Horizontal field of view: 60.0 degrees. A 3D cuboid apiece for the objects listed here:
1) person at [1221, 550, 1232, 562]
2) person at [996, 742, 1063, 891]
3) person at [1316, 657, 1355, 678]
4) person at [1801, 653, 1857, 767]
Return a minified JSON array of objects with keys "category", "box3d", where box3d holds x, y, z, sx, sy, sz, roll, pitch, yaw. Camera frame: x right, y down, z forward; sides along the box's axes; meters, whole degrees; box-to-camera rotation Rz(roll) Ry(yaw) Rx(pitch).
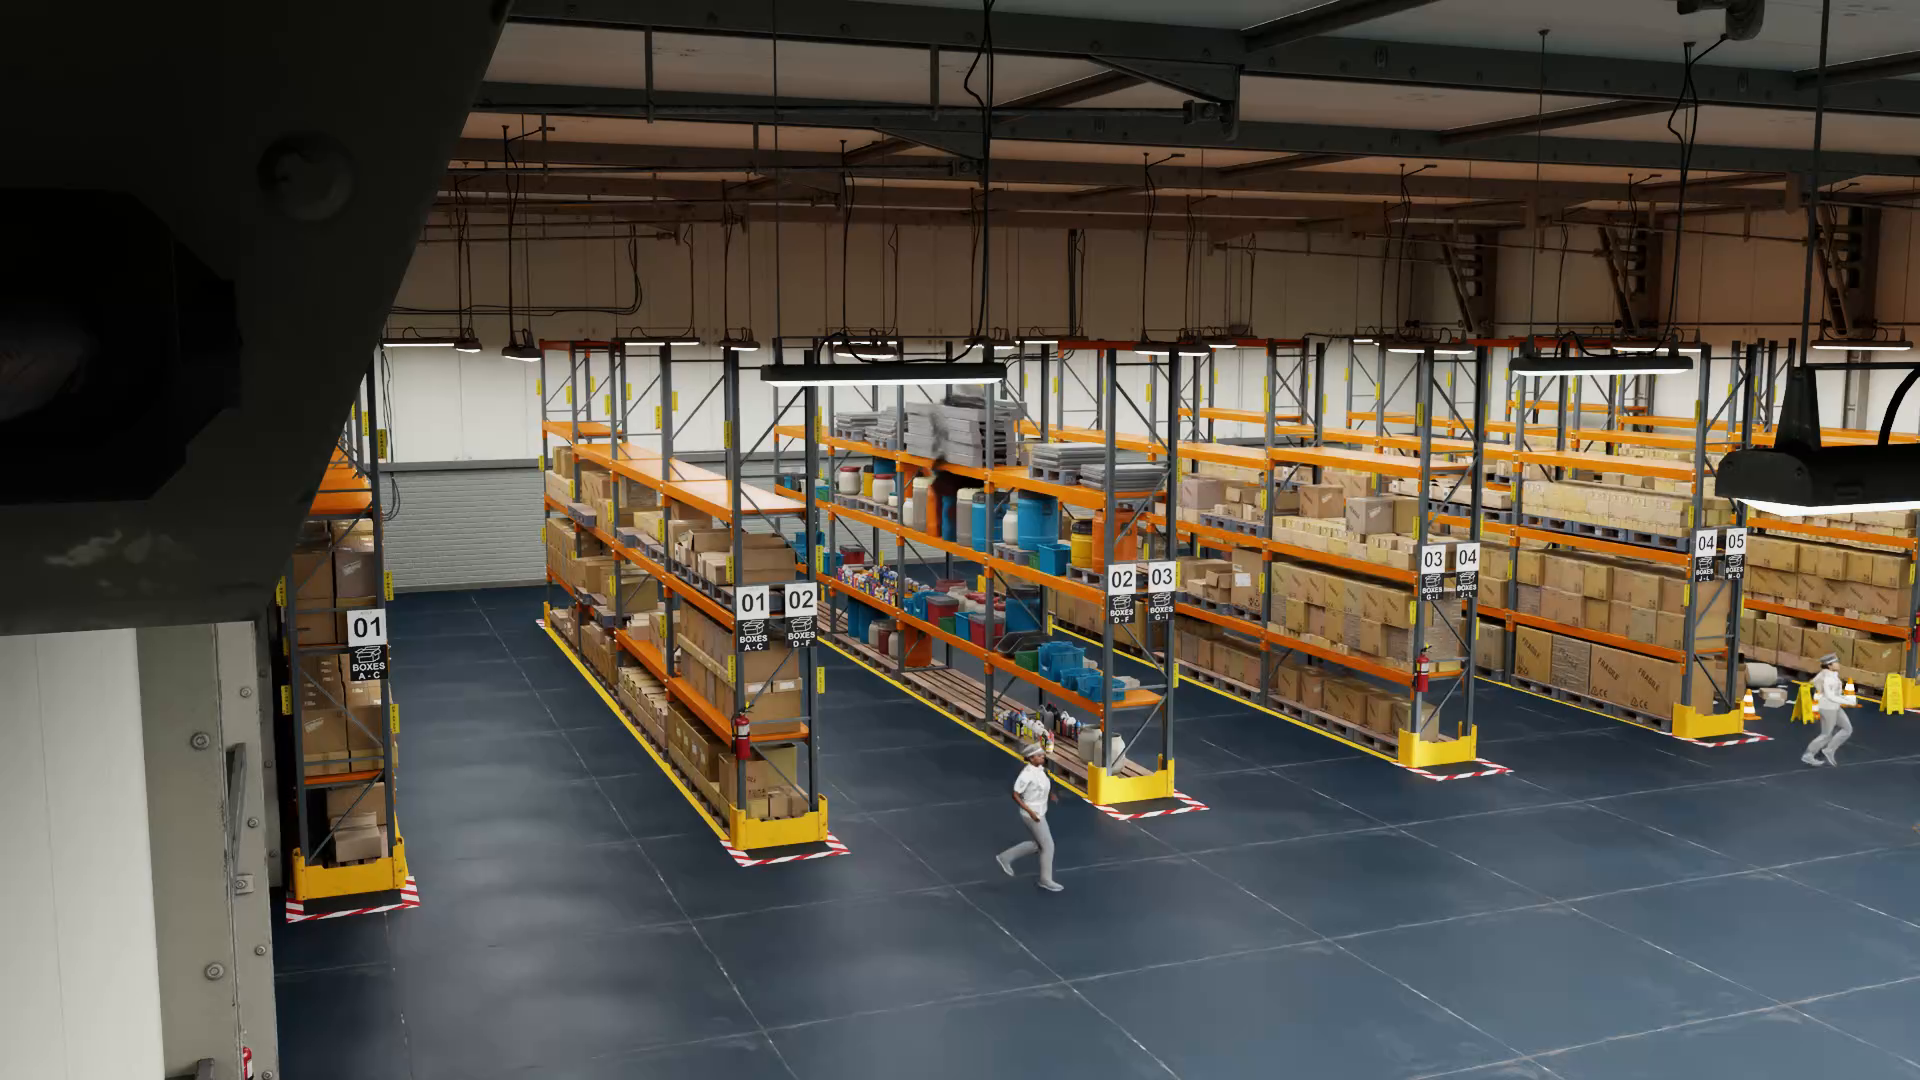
[{"category":"person","box3d":[6.775,0.031,42.142,0.652,1.687,0.563,-5,9,-33]},{"category":"person","box3d":[0.813,3.085,18.700,0.730,1.702,0.574,2,8,15]},{"category":"person","box3d":[6.823,1.636,29.916,0.586,1.704,0.892,-4,8,-27]},{"category":"person","box3d":[12.456,2.423,23.796,0.653,1.678,0.623,4,9,30]}]
